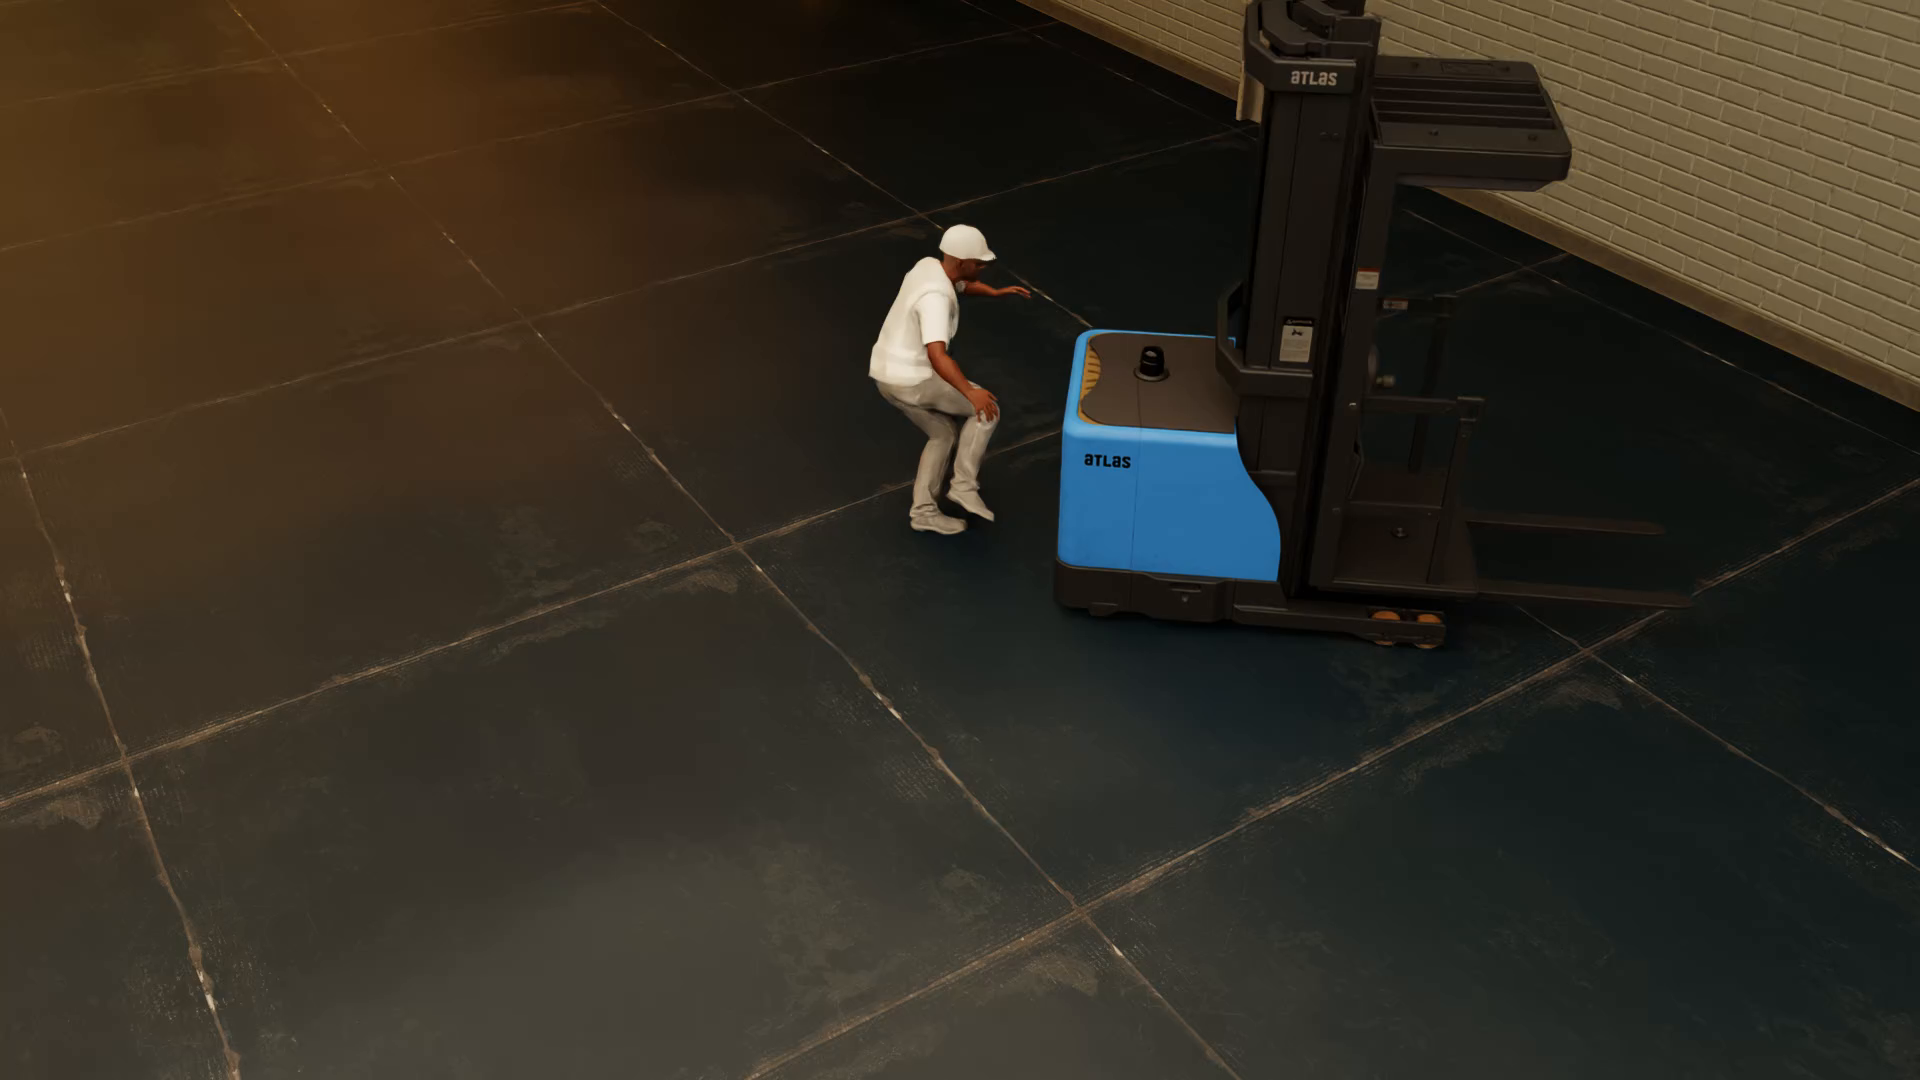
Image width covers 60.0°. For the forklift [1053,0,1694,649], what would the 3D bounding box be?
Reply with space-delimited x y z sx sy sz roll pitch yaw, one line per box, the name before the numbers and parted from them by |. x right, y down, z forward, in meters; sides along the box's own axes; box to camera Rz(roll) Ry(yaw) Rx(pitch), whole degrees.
forklift | 2.016 -1.005 7.579 3.031 2.935 1.130 4 35 6

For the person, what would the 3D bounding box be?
person | 0.008 -0.869 8.629 0.907 1.526 1.018 -12 37 -16
